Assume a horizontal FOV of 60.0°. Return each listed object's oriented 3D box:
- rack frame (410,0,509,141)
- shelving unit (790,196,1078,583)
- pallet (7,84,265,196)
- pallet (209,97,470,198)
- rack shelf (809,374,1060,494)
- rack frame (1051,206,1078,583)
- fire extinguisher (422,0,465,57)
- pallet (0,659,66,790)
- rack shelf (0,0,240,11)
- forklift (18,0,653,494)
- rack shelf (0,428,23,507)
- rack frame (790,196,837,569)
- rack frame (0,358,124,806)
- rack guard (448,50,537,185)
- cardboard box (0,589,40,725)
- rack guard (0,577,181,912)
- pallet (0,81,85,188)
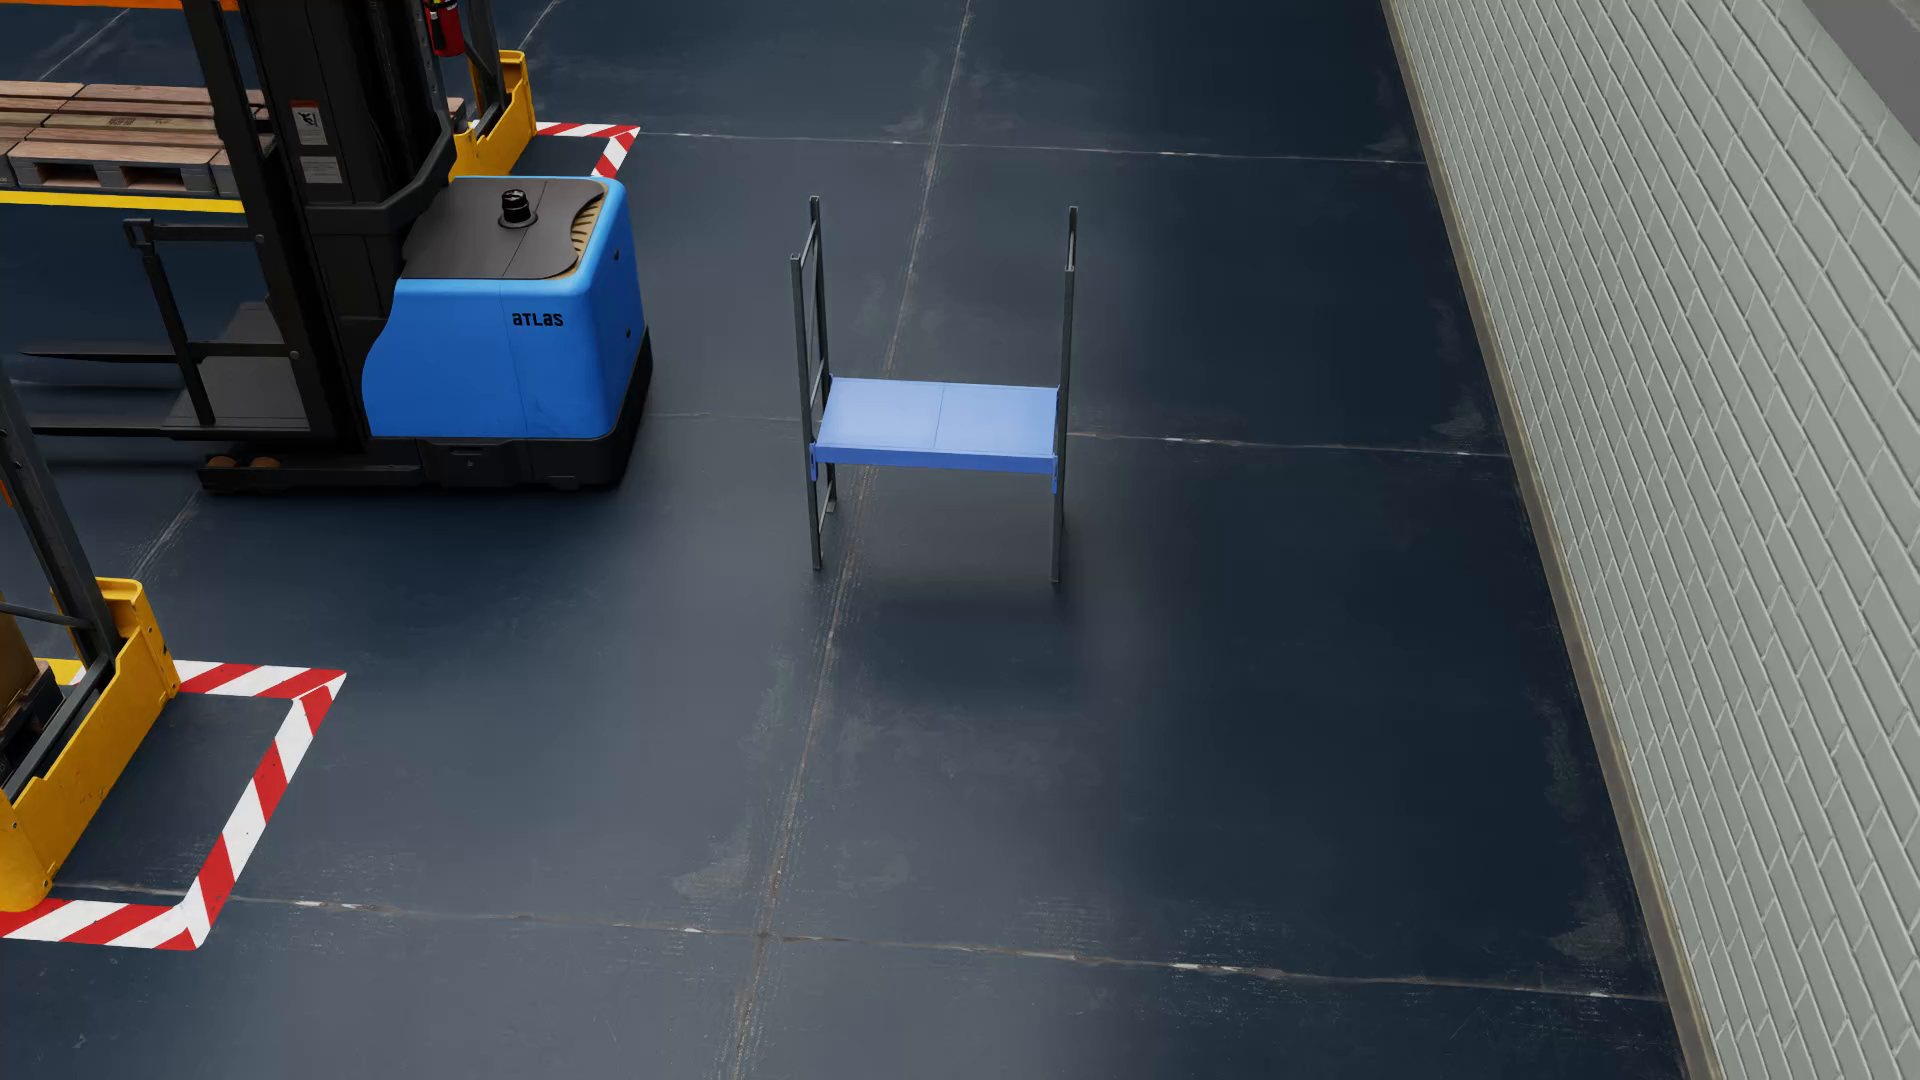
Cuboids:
[{"bbox_3d":[-2.879,-3.380,9.027,0.127,3.000,1.000,3,39,4],"label":"rack frame"},{"bbox_3d":[-0.085,-0.586,6.782,1.048,1.500,0.538,3,39,4],"label":"shelving unit"},{"bbox_3d":[-4.909,-2.436,10.076,1.213,0.211,1.003,3,39,4],"label":"pallet"},{"bbox_3d":[-3.697,-2.368,9.992,1.213,0.211,1.003,3,39,4],"label":"pallet"},{"bbox_3d":[-0.085,-0.447,6.896,1.000,0.185,0.538,3,39,4],"label":"rack shelf"},{"bbox_3d":[0.421,-0.559,6.748,0.032,1.500,0.500,3,39,4],"label":"rack frame"},{"bbox_3d":[-2.768,-2.912,8.808,0.183,0.674,0.296,3,39,4],"label":"fire extinguisher"},{"bbox_3d":[-4.110,0.822,6.073,1.213,0.211,1.003,3,39,4],"label":"pallet"},{"bbox_3d":[-4.871,-3.210,9.388,4.000,0.370,1.077,3,39,4],"label":"rack shelf"},{"bbox_3d":[-3.031,-1.679,6.991,3.031,2.935,1.130,1,39,1],"label":"forklift"},{"bbox_3d":[-5.299,-0.095,5.561,4.000,0.370,1.077,3,39,4],"label":"rack shelf"},{"bbox_3d":[-0.591,-0.614,6.816,0.032,1.500,0.500,3,39,4],"label":"rack frame"},{"bbox_3d":[-3.306,-0.265,5.200,0.127,3.000,1.000,3,39,4],"label":"rack frame"},{"bbox_3d":[-2.854,-2.418,9.824,0.348,0.500,1.175,3,39,4],"label":"rack guard"},{"bbox_3d":[-3.951,0.411,5.719,0.875,0.875,0.875,3,39,4],"label":"cardboard box"},{"bbox_3d":[-3.282,0.705,5.987,0.348,0.500,1.175,3,39,4],"label":"rack guard"},{"bbox_3d":[-6.128,-2.501,10.155,1.213,0.211,1.003,3,39,4],"label":"pallet"}]
